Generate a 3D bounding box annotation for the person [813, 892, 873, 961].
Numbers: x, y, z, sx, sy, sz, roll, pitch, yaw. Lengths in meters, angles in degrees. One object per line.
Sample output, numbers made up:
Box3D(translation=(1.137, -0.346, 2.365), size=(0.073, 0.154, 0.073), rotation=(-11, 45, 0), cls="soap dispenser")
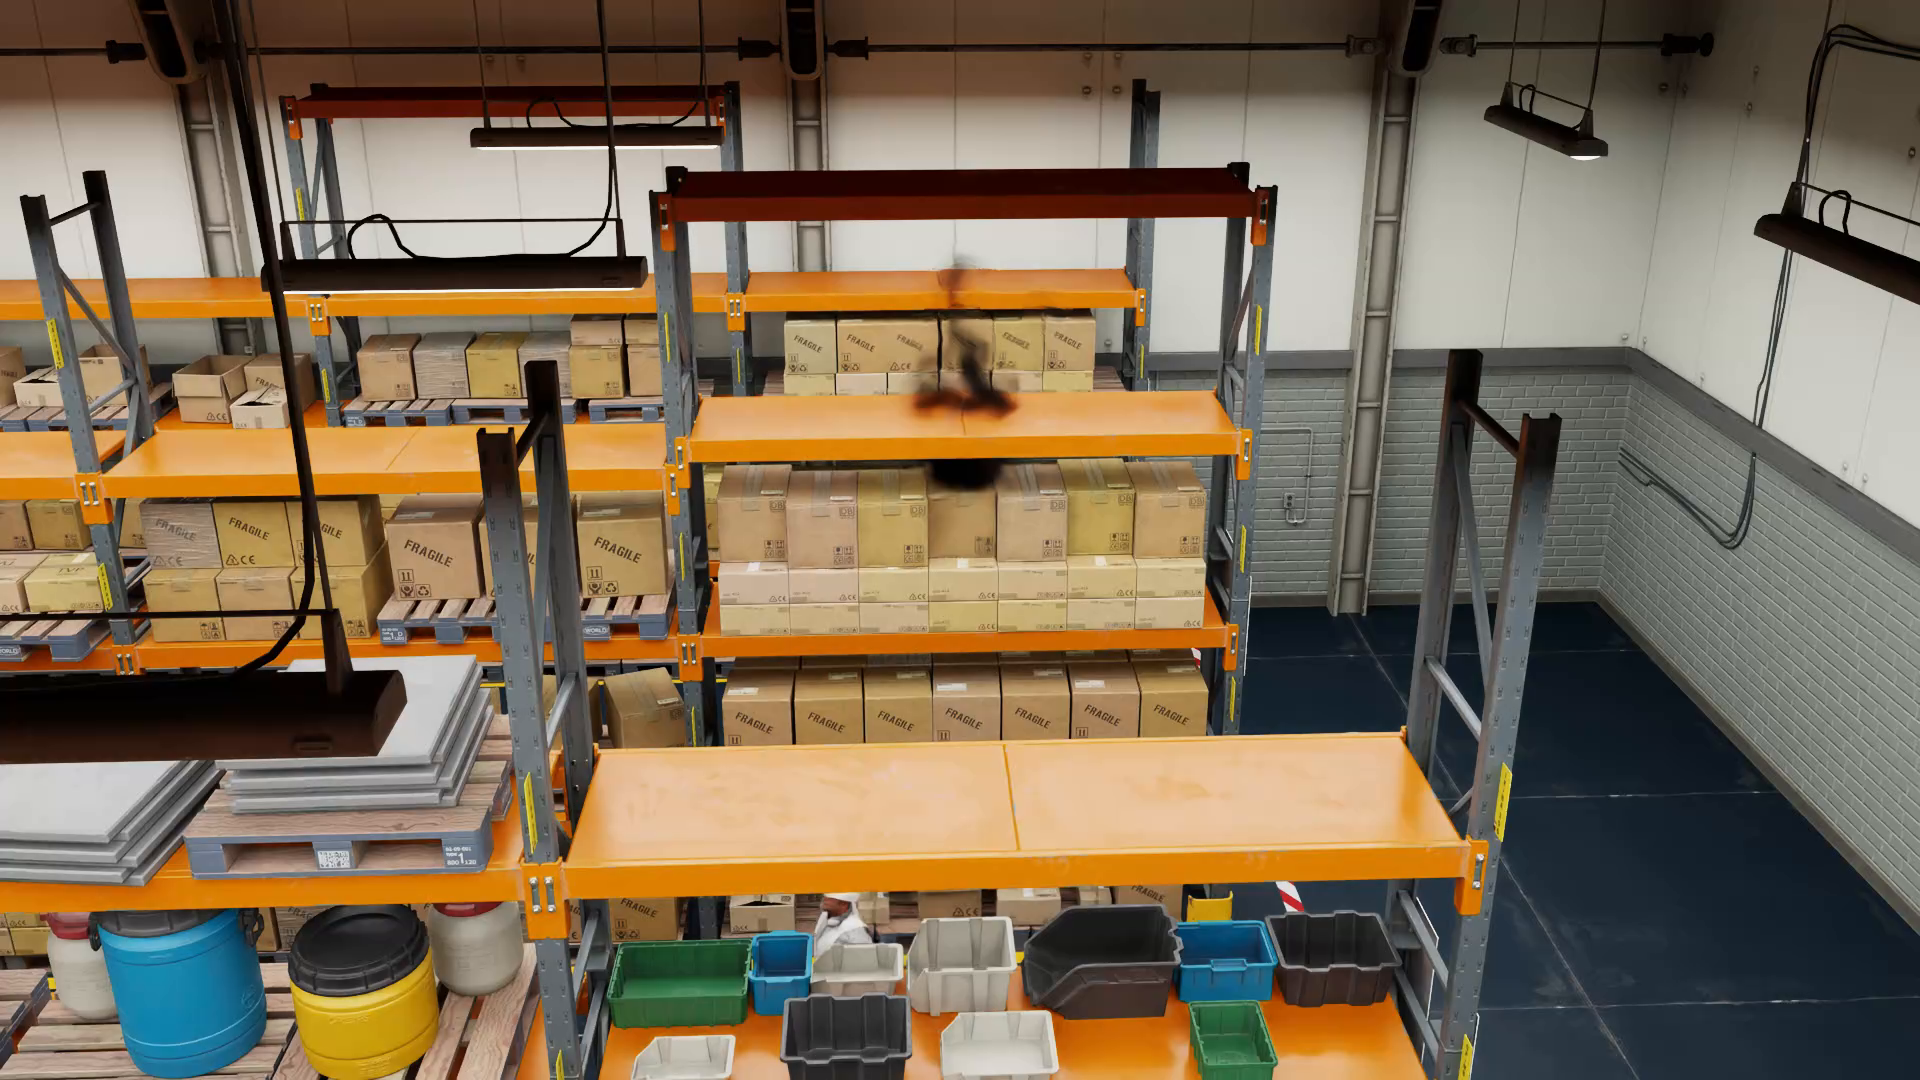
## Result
Box3D(translation=(-0.771, 3.024, 11.399), size=(0.775, 1.768, 0.657), rotation=(-5, 23, -13), cls="person")
